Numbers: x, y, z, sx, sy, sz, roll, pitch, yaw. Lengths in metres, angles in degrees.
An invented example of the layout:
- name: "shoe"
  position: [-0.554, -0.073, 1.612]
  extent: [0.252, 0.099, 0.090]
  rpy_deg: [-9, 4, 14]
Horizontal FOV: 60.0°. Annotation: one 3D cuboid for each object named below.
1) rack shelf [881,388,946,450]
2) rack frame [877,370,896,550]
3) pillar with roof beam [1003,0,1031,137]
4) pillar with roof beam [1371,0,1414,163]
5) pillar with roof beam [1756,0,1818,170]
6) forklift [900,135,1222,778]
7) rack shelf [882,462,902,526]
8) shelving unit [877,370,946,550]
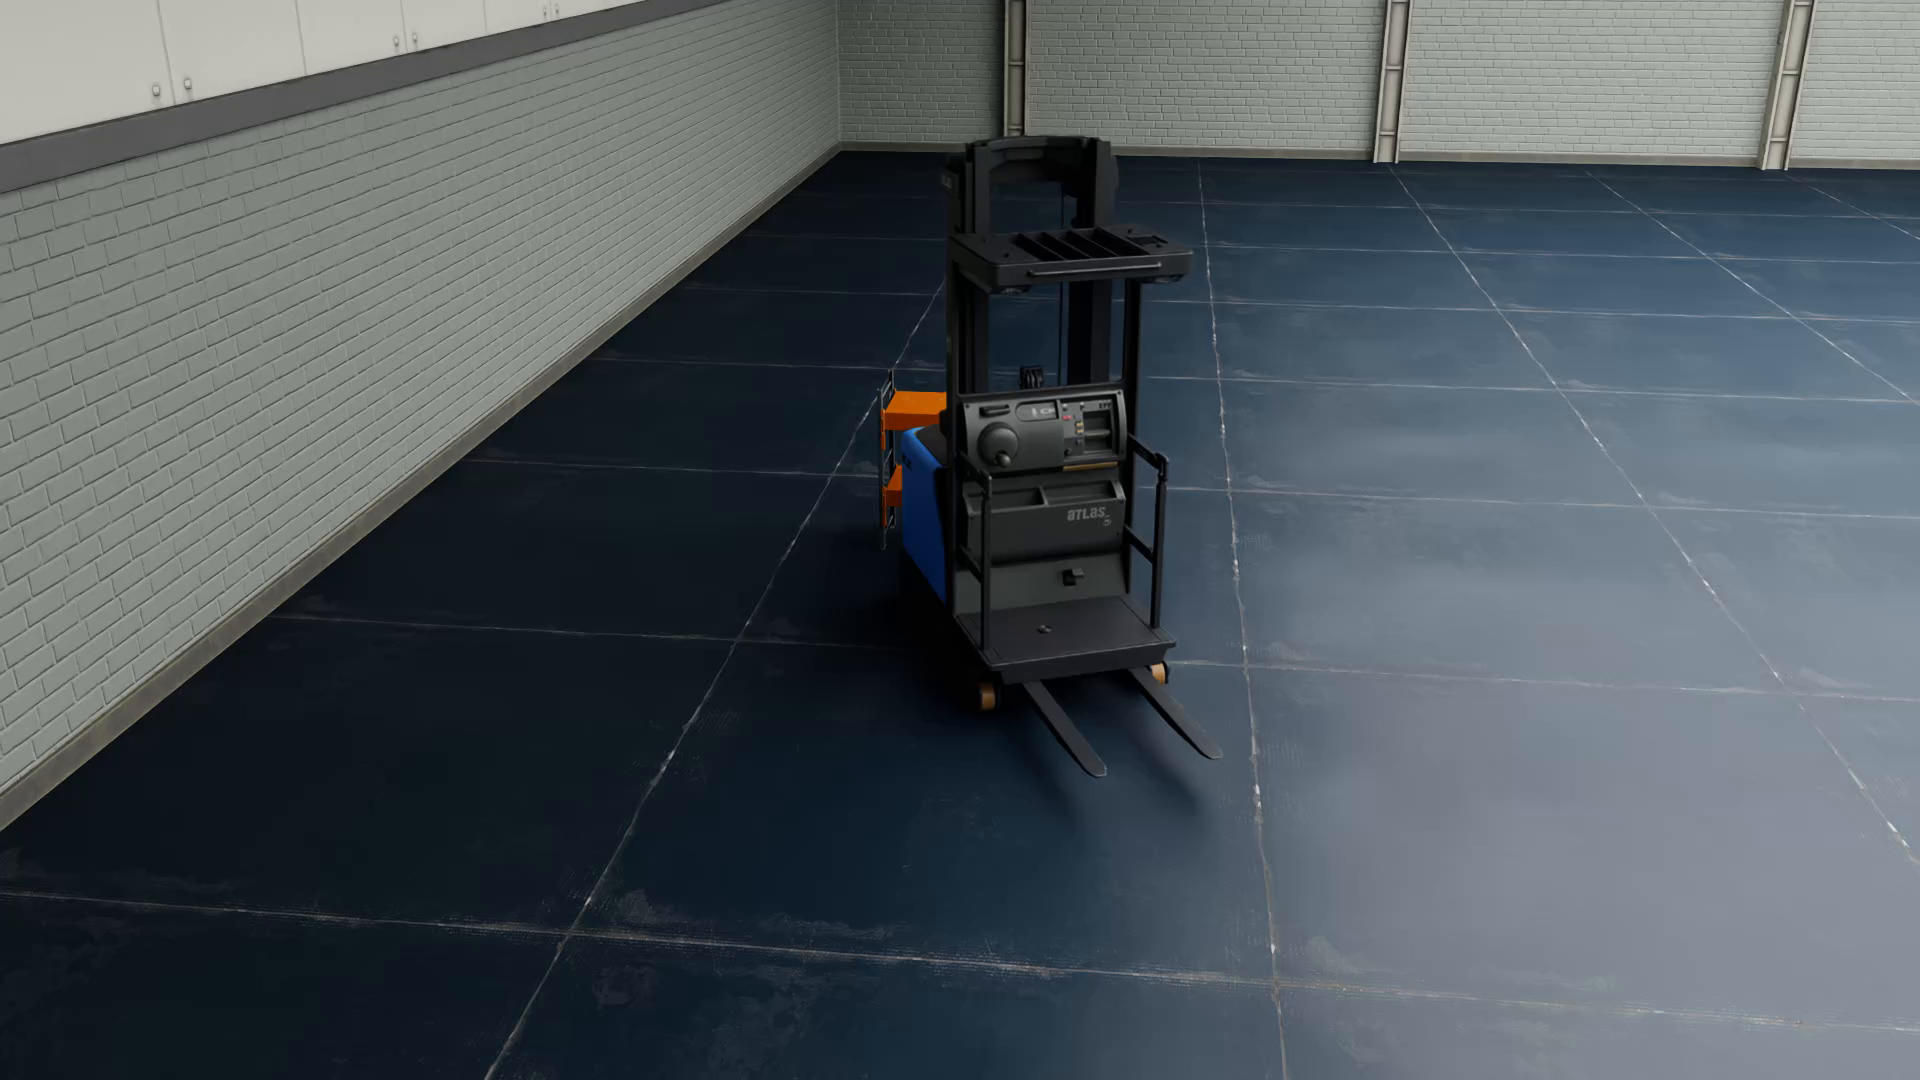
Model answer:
- name: "rack shelf"
  position: [0.007, -0.795, 11.125]
  extent: [1.000, 0.278, 0.538]
  rpy_deg: [2, 22, 6]
- name: "rack frame"
  position: [-0.498, -0.545, 11.288]
  extent: [0.032, 1.125, 0.500]
  rpy_deg: [2, 22, 6]
- name: "pillar with roof beam"
  position: [0.425, -9.018, 22.010]
  extent: [0.400, 9.000, 9.100]
  rpy_deg: [2, 22, 6]
- name: "pillar with roof beam"
  position: [6.383, -8.758, 21.354]
  extent: [0.400, 9.000, 9.100]
  rpy_deg: [2, 22, 6]
- name: "pillar with roof beam"
  position: [12.341, -8.499, 20.697]
  extent: [0.400, 9.000, 9.100]
  rpy_deg: [2, 22, 6]
- name: "forklift"
  position: [0.532, -0.589, 8.942]
  extent: [1.130, 2.935, 3.031]
  rpy_deg: [-6, 22, -15]
- name: "rack shelf"
  position: [0.007, -0.295, 11.322]
  extent: [1.000, 0.278, 0.538]
  rpy_deg: [2, 22, 6]
- name: "shelving unit"
  position: [0.007, -0.523, 11.232]
  extent: [1.048, 1.125, 0.538]
  rpy_deg: [2, 22, 6]
